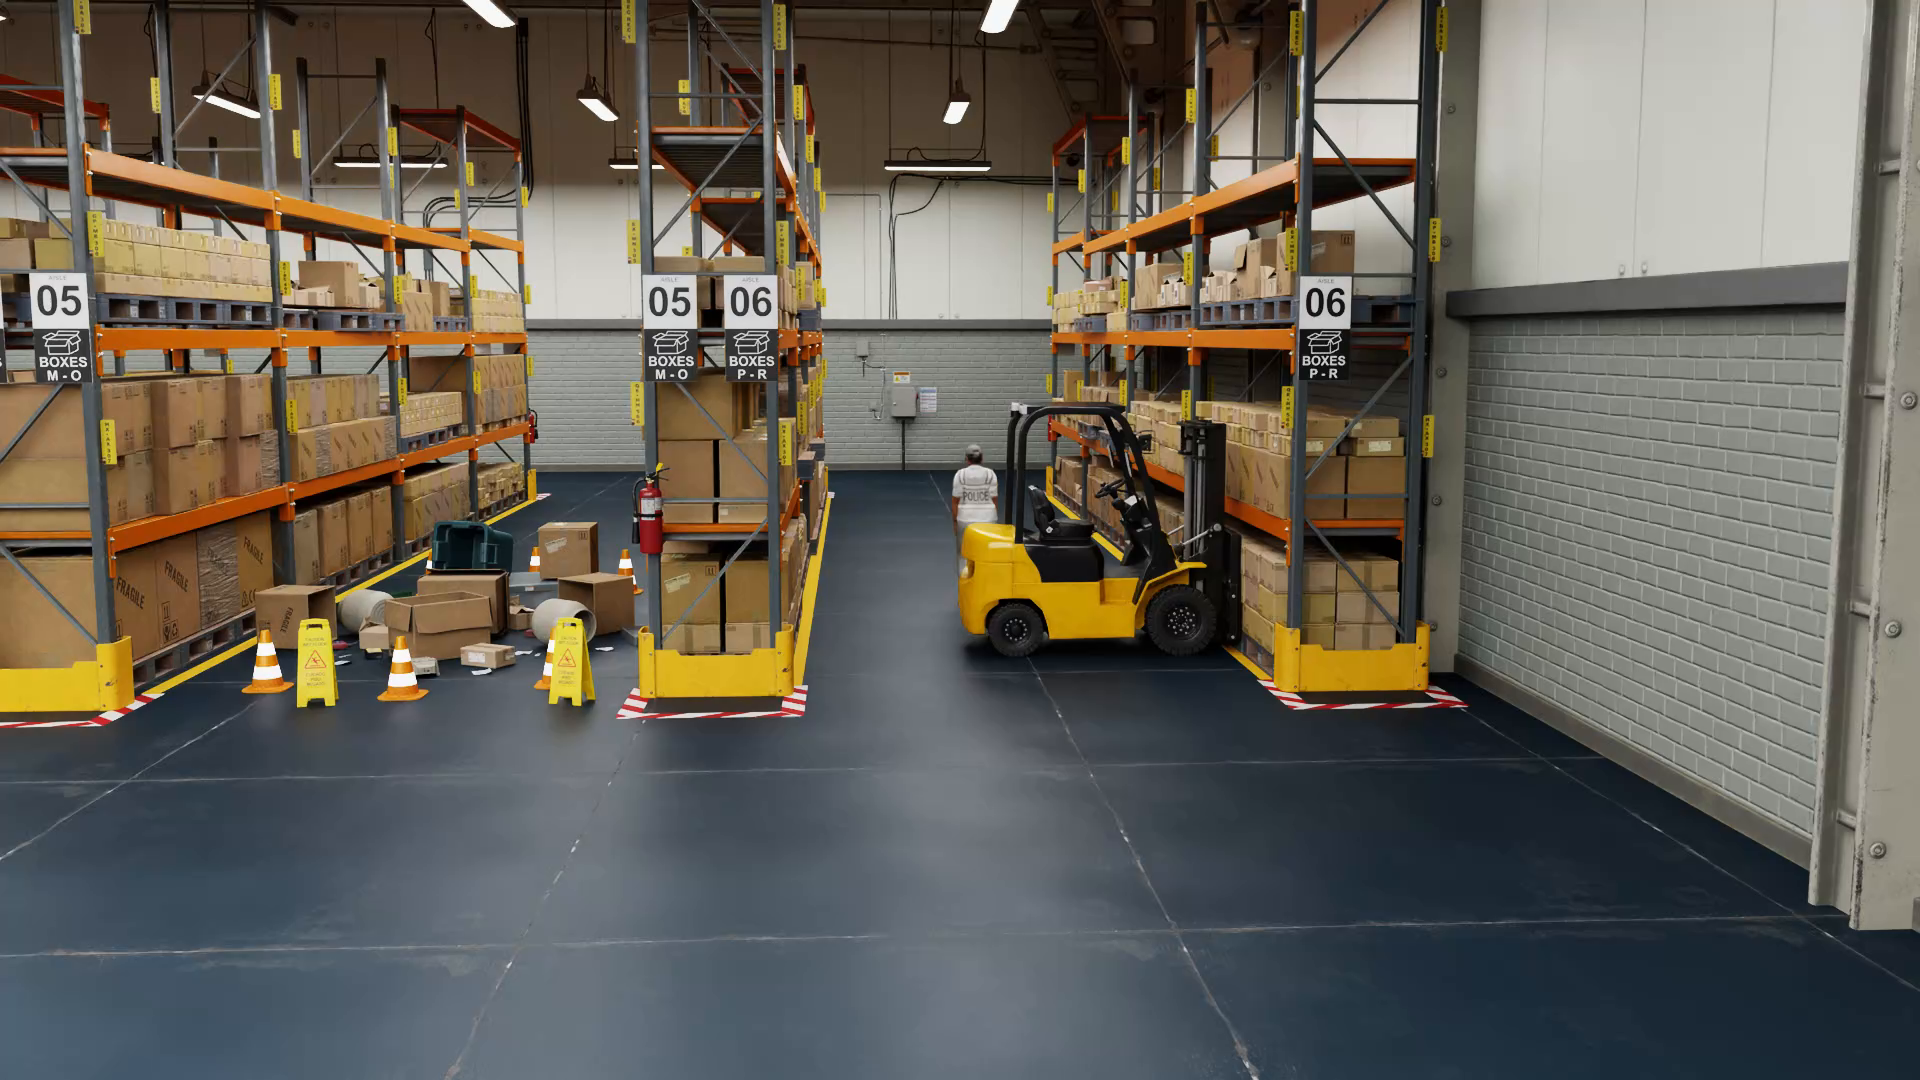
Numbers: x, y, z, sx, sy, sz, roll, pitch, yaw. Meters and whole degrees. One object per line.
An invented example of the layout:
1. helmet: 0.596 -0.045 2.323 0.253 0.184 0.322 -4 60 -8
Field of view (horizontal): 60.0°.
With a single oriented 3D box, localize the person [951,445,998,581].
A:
1. person: 0.149 -0.185 17.036 0.475 1.577 0.394 0 7 -3
